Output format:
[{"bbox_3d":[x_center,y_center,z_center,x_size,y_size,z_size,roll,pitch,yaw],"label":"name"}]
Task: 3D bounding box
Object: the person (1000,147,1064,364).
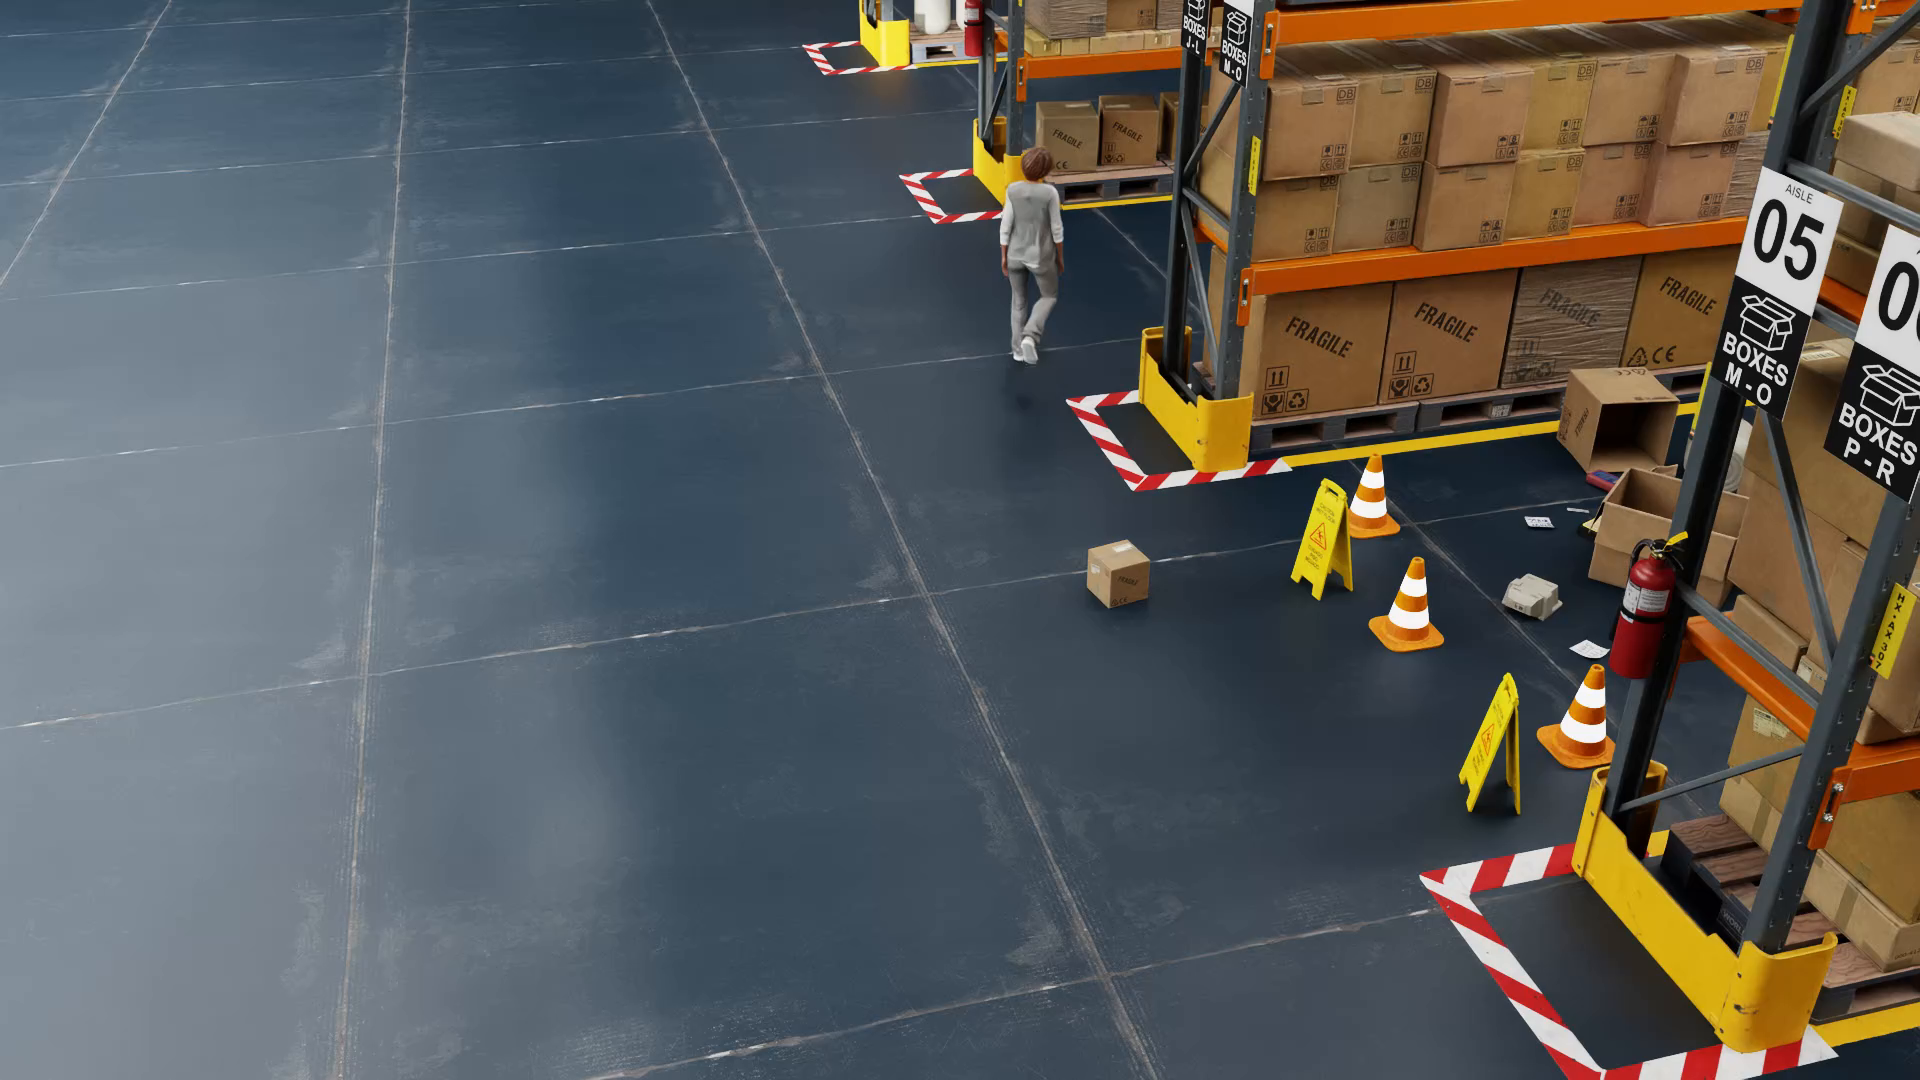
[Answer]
[{"bbox_3d":[0.491,-1.929,11.449,0.436,1.577,0.582,8,32,13],"label":"person"}]
